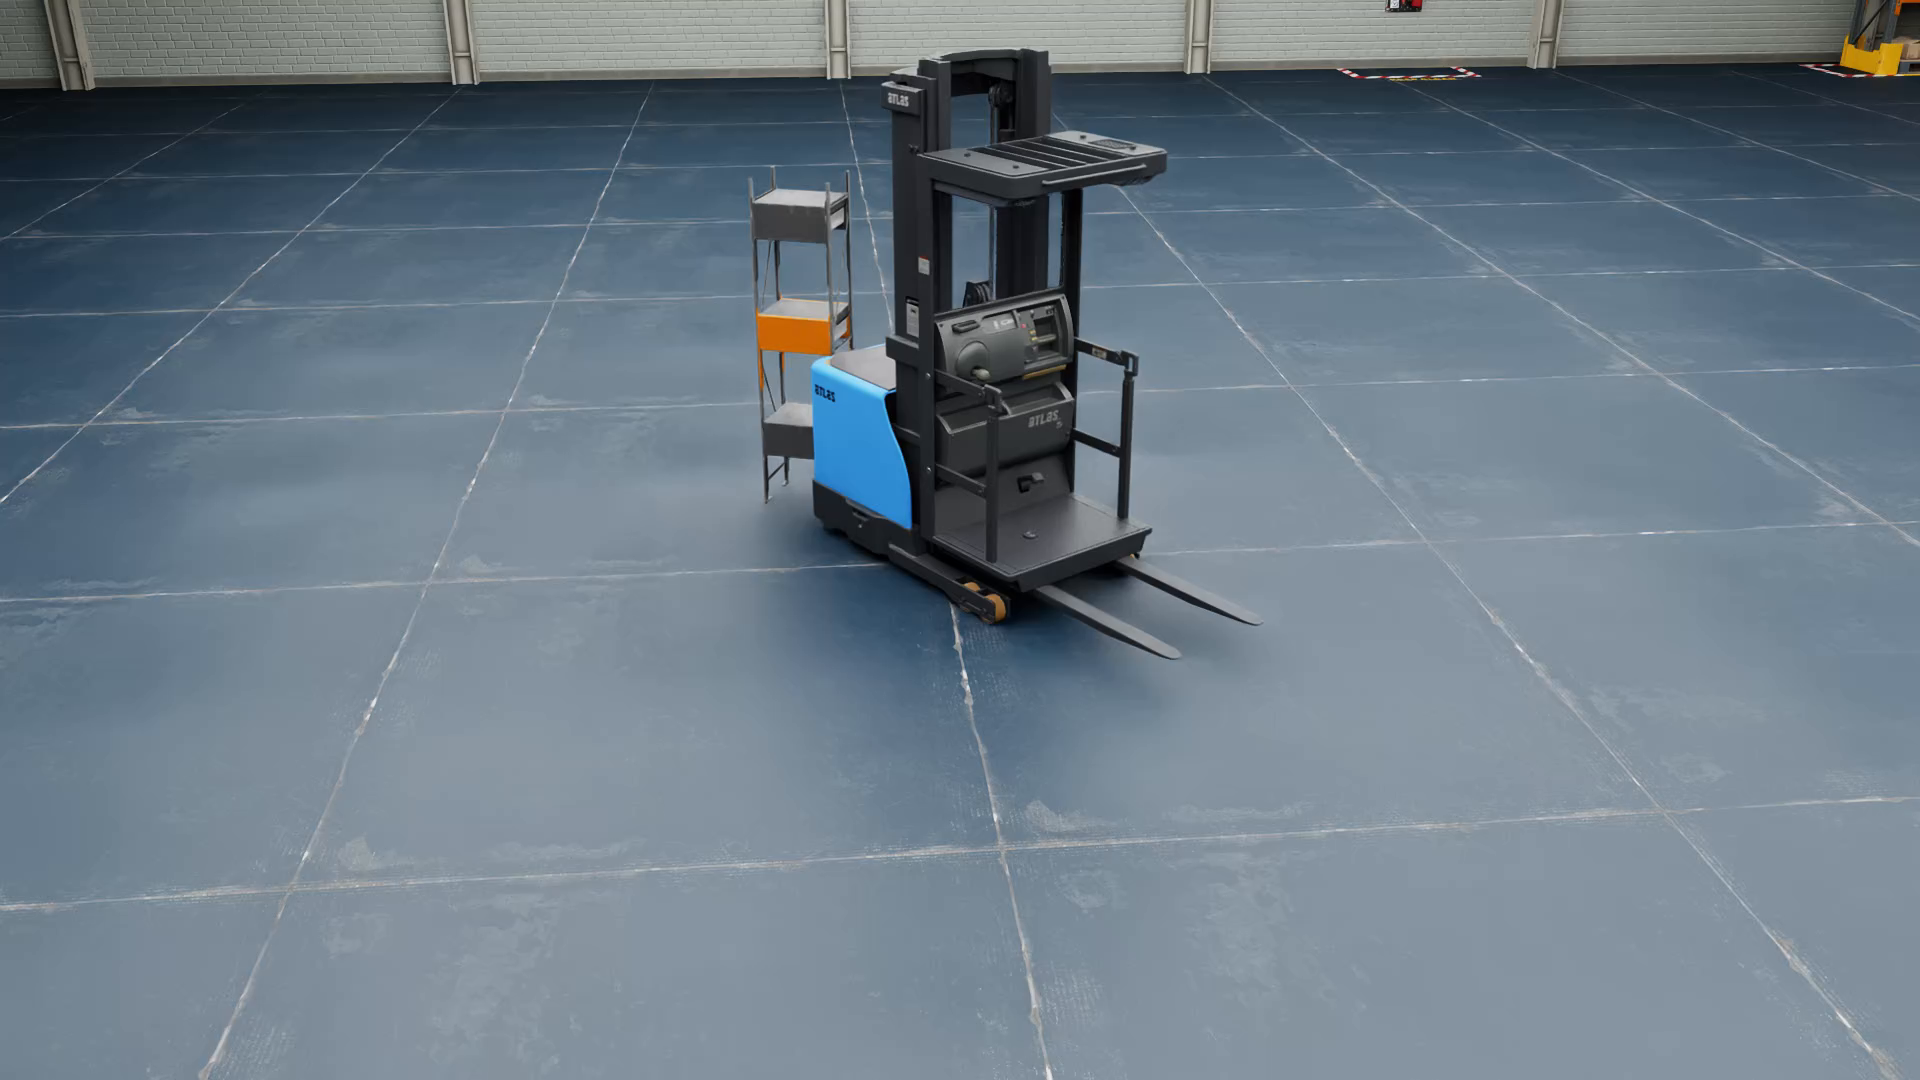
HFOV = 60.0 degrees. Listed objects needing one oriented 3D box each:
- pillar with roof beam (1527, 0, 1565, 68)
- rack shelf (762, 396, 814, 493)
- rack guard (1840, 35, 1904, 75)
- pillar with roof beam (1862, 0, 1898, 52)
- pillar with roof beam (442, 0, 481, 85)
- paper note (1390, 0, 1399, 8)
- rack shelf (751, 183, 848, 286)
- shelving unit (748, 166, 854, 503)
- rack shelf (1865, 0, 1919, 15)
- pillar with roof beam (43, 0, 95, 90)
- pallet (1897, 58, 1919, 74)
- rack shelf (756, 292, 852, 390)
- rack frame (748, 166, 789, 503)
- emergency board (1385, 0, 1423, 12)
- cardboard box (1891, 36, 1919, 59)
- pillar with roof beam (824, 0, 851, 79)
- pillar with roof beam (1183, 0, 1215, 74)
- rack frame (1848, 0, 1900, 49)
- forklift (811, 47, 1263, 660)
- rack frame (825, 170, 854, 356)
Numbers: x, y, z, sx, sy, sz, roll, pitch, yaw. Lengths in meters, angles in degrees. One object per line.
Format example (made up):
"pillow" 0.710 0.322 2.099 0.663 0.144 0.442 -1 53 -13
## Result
"pillar with roof beam" 10.368 -10.474 22.735 0.400 9.000 9.100 -2 24 -5
"rack shelf" -0.972 -0.599 10.768 0.480 0.518 0.431 6 25 14
"rack guard" 15.379 -8.195 28.072 0.348 0.500 1.175 -2 24 -5
"pillar with roof beam" 16.338 -10.713 23.274 0.400 9.000 9.100 -2 24 -5
"pillar with roof beam" -7.545 -9.755 21.118 0.400 9.000 9.100 -2 24 -5
"paper note" 7.298 -9.007 27.907 0.142 0.148 0.016 -2 24 -5
"rack shelf" -0.971 -1.878 10.200 0.480 0.518 0.431 6 25 14
"shelving unit" -0.971 -1.251 10.478 0.503 2.100 0.431 6 25 14
"rack shelf" 17.294 -9.085 27.883 4.000 0.370 1.077 -2 24 -5
"pillar with roof beam" -13.516 -9.516 20.579 0.400 9.000 9.100 -2 24 -5
"pallet" 16.191 -8.081 28.171 1.213 0.211 1.003 -2 24 -5
"rack shelf" -0.971 -1.239 10.484 0.480 0.518 0.431 6 25 14
"rack frame" -1.207 -1.277 10.537 0.015 2.100 0.400 6 25 14
"emergency board" 7.481 -9.389 27.681 0.643 1.169 0.194 -2 24 -5
"cardboard box" 16.001 -8.298 27.995 0.500 0.311 0.500 -5 24 -11
"pillar with roof beam" -1.574 -9.995 21.657 0.400 9.000 9.100 -2 24 -5
"pillar with roof beam" 4.397 -10.234 22.196 0.400 9.000 9.100 -2 24 -5
"rack frame" 15.304 -9.334 27.557 0.127 3.000 1.000 -2 24 -5
"forklift" 0.392 -1.101 9.119 1.130 2.935 3.031 -18 30 -35
"rack frame" -0.736 -1.225 10.420 0.015 2.100 0.400 6 25 14
